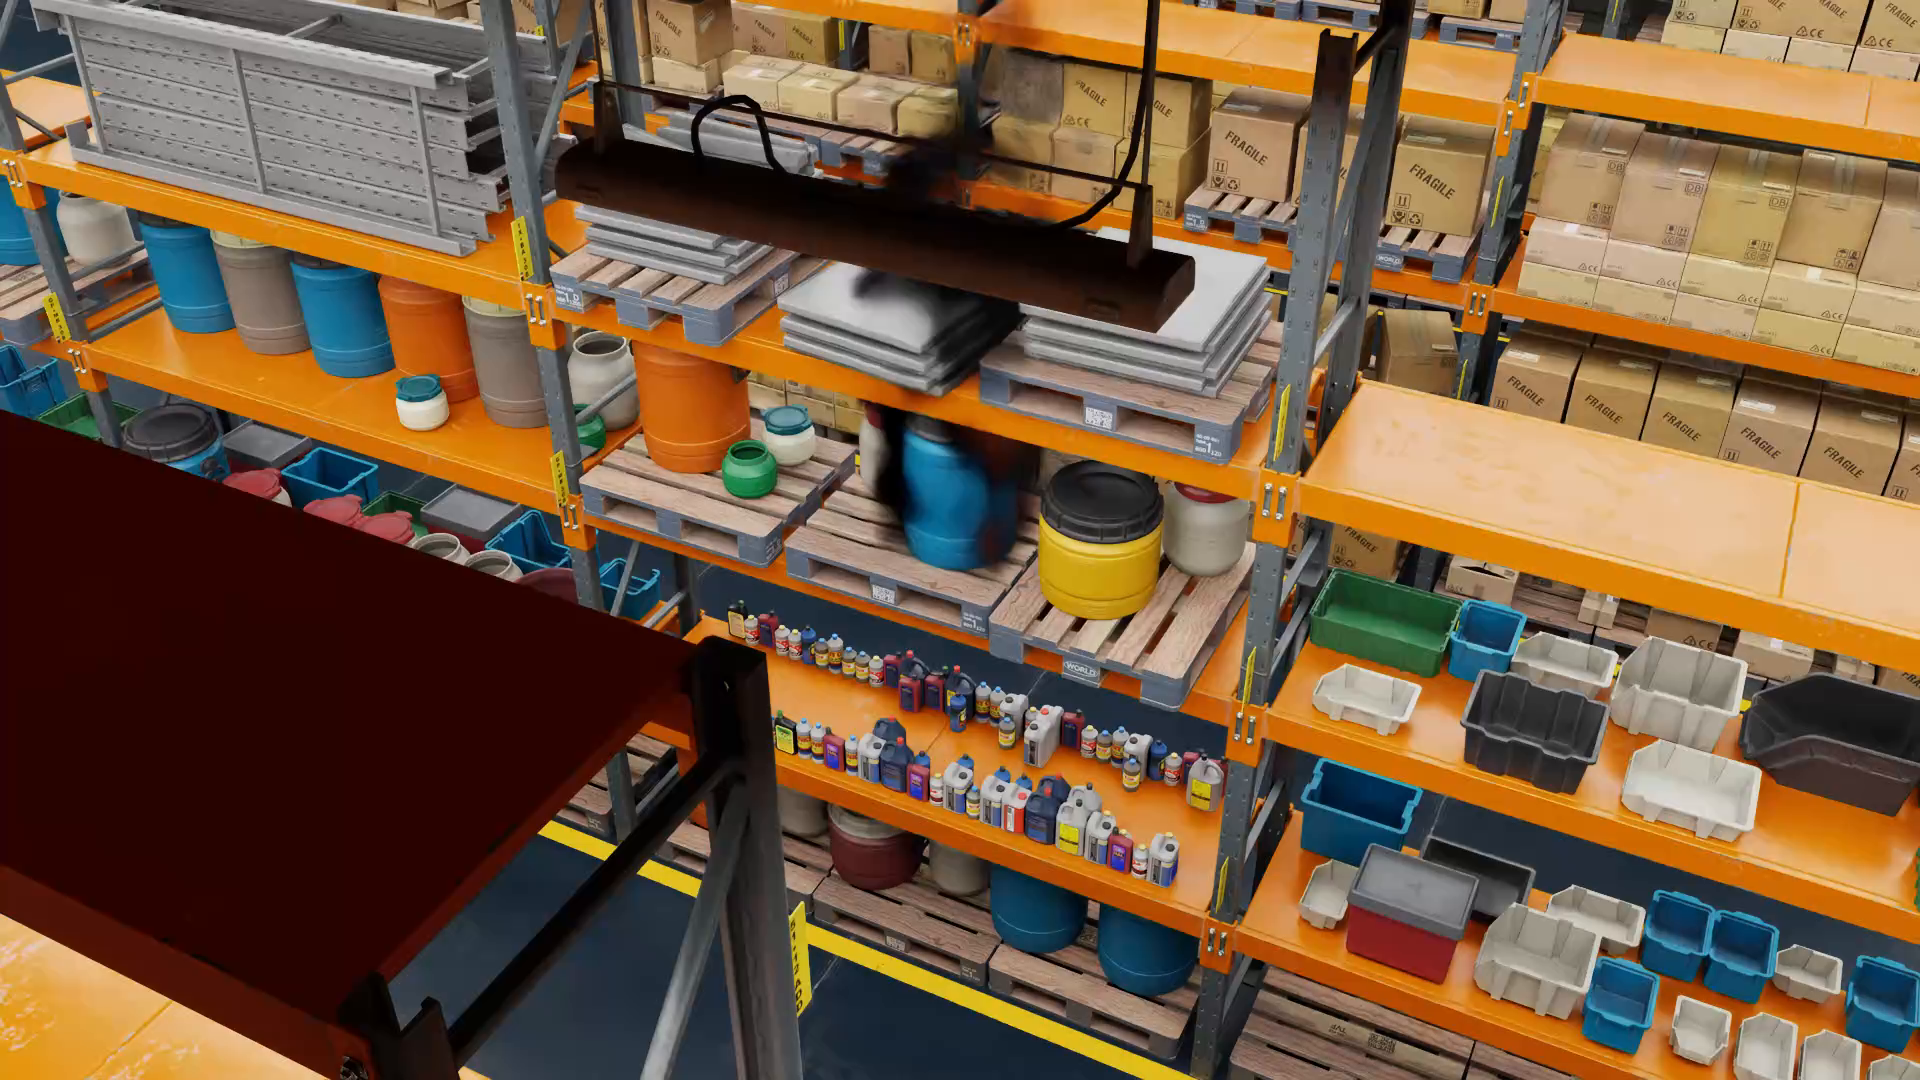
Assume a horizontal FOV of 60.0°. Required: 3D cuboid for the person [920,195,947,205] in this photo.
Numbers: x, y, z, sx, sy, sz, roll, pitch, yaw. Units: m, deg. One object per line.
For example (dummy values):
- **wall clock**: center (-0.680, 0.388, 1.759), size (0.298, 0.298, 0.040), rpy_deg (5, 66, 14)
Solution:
- **person**: center (-0.185, -2.507, 16.037), size (0.754, 1.738, 0.574), rpy_deg (18, 39, 24)
